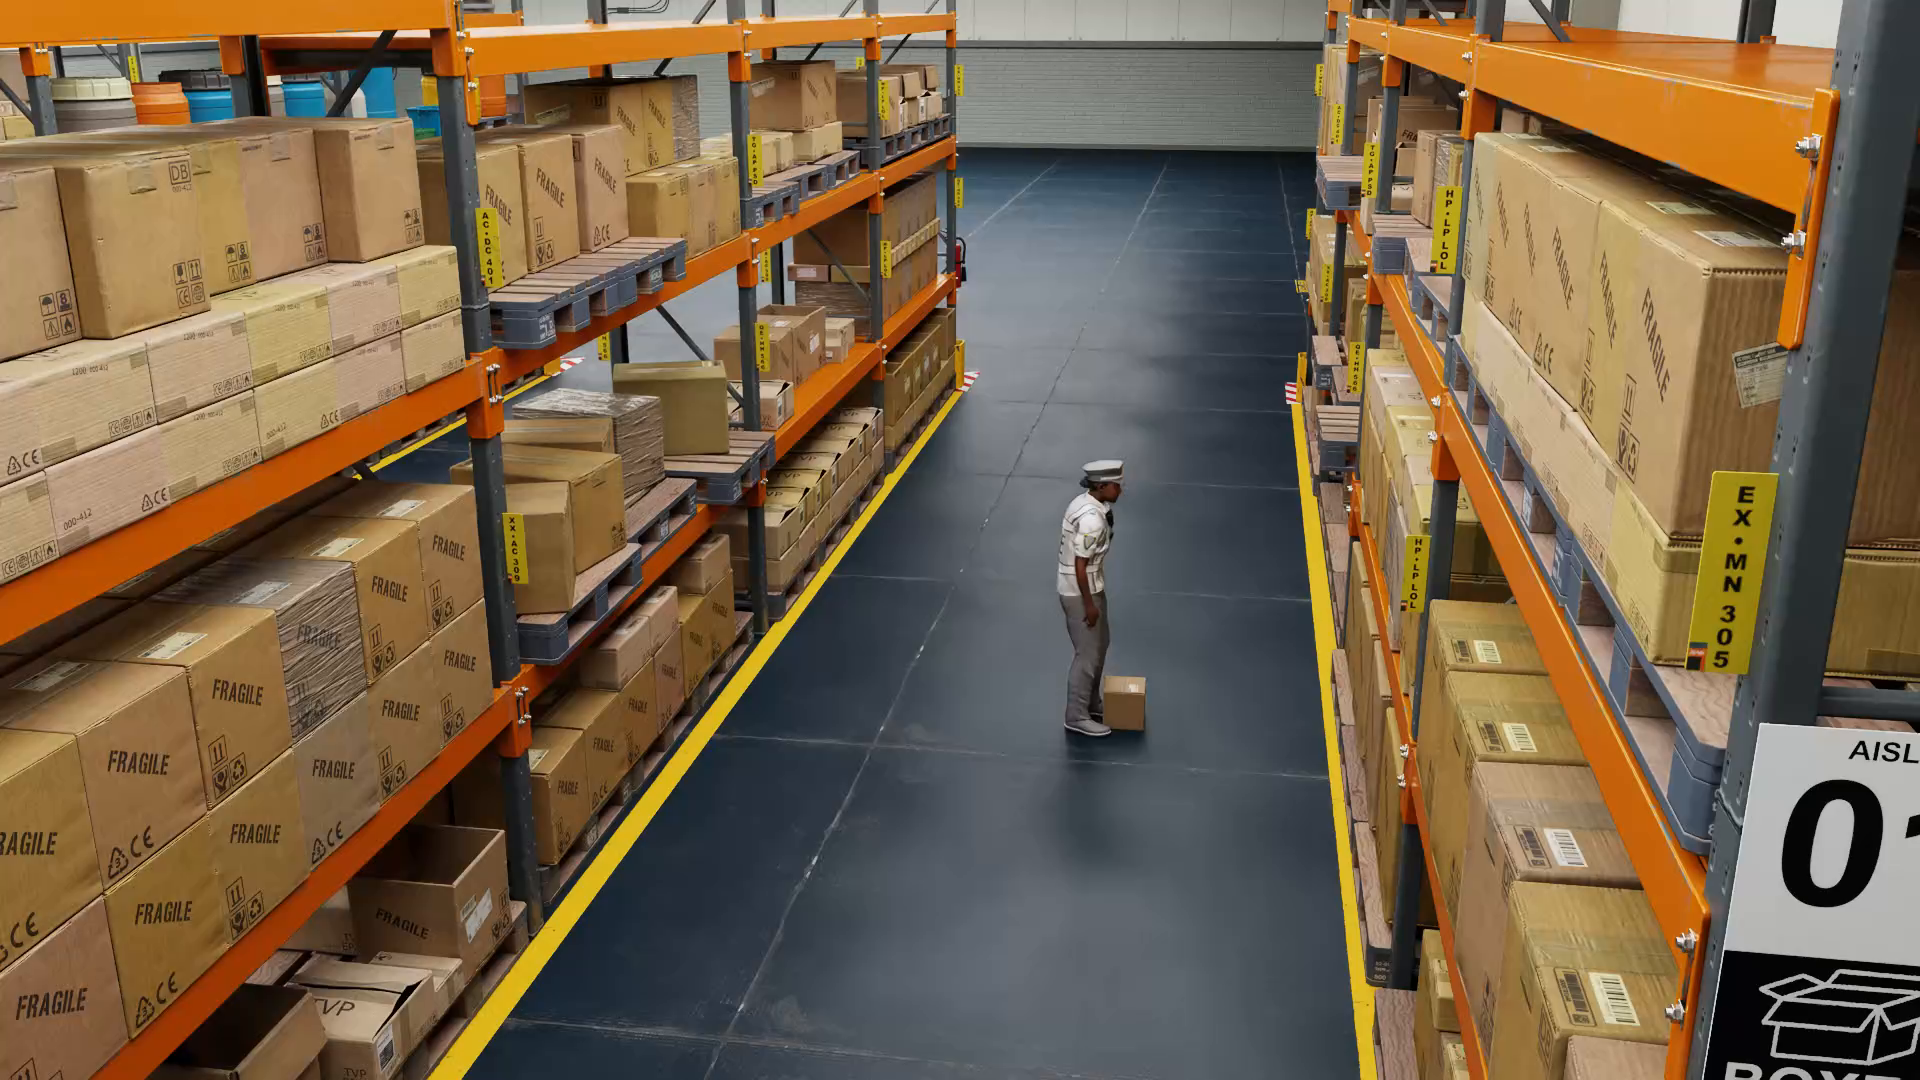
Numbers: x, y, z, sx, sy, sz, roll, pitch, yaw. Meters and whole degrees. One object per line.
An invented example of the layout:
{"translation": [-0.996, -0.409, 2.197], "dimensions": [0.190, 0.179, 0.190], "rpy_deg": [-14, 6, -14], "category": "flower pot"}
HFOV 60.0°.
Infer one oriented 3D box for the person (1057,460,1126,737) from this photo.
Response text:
{"translation": [0.791, 0.328, 10.050], "dimensions": [0.416, 1.657, 0.513], "rpy_deg": [3, 18, 8], "category": "person"}
